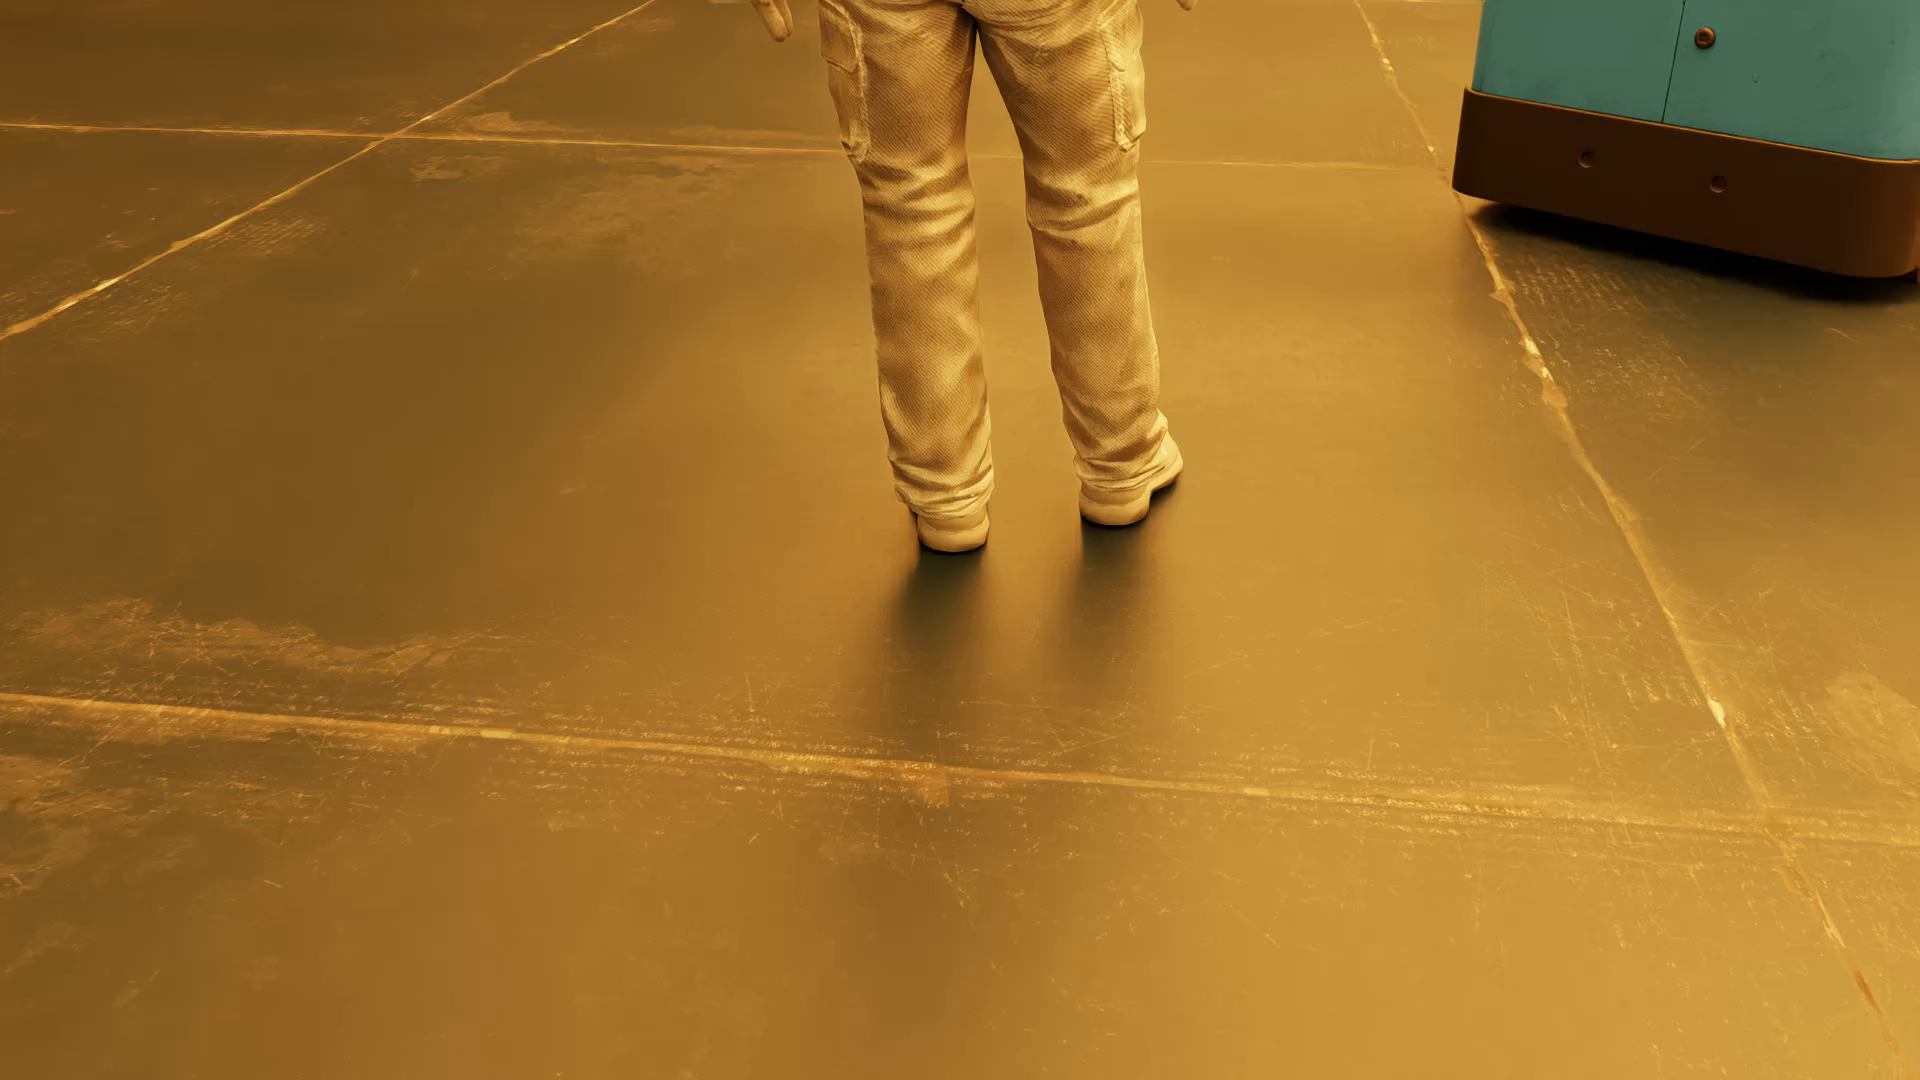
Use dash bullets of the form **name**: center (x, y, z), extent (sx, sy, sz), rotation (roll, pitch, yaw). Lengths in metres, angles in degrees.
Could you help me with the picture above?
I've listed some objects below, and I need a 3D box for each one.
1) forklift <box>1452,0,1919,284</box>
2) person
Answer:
- **forklift**: center (2.618, -2.400, 4.027), extent (3.031, 2.935, 1.130), rotation (-23, 34, -38)
- **person**: center (0.018, -0.835, 2.161), extent (0.656, 1.781, 0.577), rotation (3, 27, 7)
